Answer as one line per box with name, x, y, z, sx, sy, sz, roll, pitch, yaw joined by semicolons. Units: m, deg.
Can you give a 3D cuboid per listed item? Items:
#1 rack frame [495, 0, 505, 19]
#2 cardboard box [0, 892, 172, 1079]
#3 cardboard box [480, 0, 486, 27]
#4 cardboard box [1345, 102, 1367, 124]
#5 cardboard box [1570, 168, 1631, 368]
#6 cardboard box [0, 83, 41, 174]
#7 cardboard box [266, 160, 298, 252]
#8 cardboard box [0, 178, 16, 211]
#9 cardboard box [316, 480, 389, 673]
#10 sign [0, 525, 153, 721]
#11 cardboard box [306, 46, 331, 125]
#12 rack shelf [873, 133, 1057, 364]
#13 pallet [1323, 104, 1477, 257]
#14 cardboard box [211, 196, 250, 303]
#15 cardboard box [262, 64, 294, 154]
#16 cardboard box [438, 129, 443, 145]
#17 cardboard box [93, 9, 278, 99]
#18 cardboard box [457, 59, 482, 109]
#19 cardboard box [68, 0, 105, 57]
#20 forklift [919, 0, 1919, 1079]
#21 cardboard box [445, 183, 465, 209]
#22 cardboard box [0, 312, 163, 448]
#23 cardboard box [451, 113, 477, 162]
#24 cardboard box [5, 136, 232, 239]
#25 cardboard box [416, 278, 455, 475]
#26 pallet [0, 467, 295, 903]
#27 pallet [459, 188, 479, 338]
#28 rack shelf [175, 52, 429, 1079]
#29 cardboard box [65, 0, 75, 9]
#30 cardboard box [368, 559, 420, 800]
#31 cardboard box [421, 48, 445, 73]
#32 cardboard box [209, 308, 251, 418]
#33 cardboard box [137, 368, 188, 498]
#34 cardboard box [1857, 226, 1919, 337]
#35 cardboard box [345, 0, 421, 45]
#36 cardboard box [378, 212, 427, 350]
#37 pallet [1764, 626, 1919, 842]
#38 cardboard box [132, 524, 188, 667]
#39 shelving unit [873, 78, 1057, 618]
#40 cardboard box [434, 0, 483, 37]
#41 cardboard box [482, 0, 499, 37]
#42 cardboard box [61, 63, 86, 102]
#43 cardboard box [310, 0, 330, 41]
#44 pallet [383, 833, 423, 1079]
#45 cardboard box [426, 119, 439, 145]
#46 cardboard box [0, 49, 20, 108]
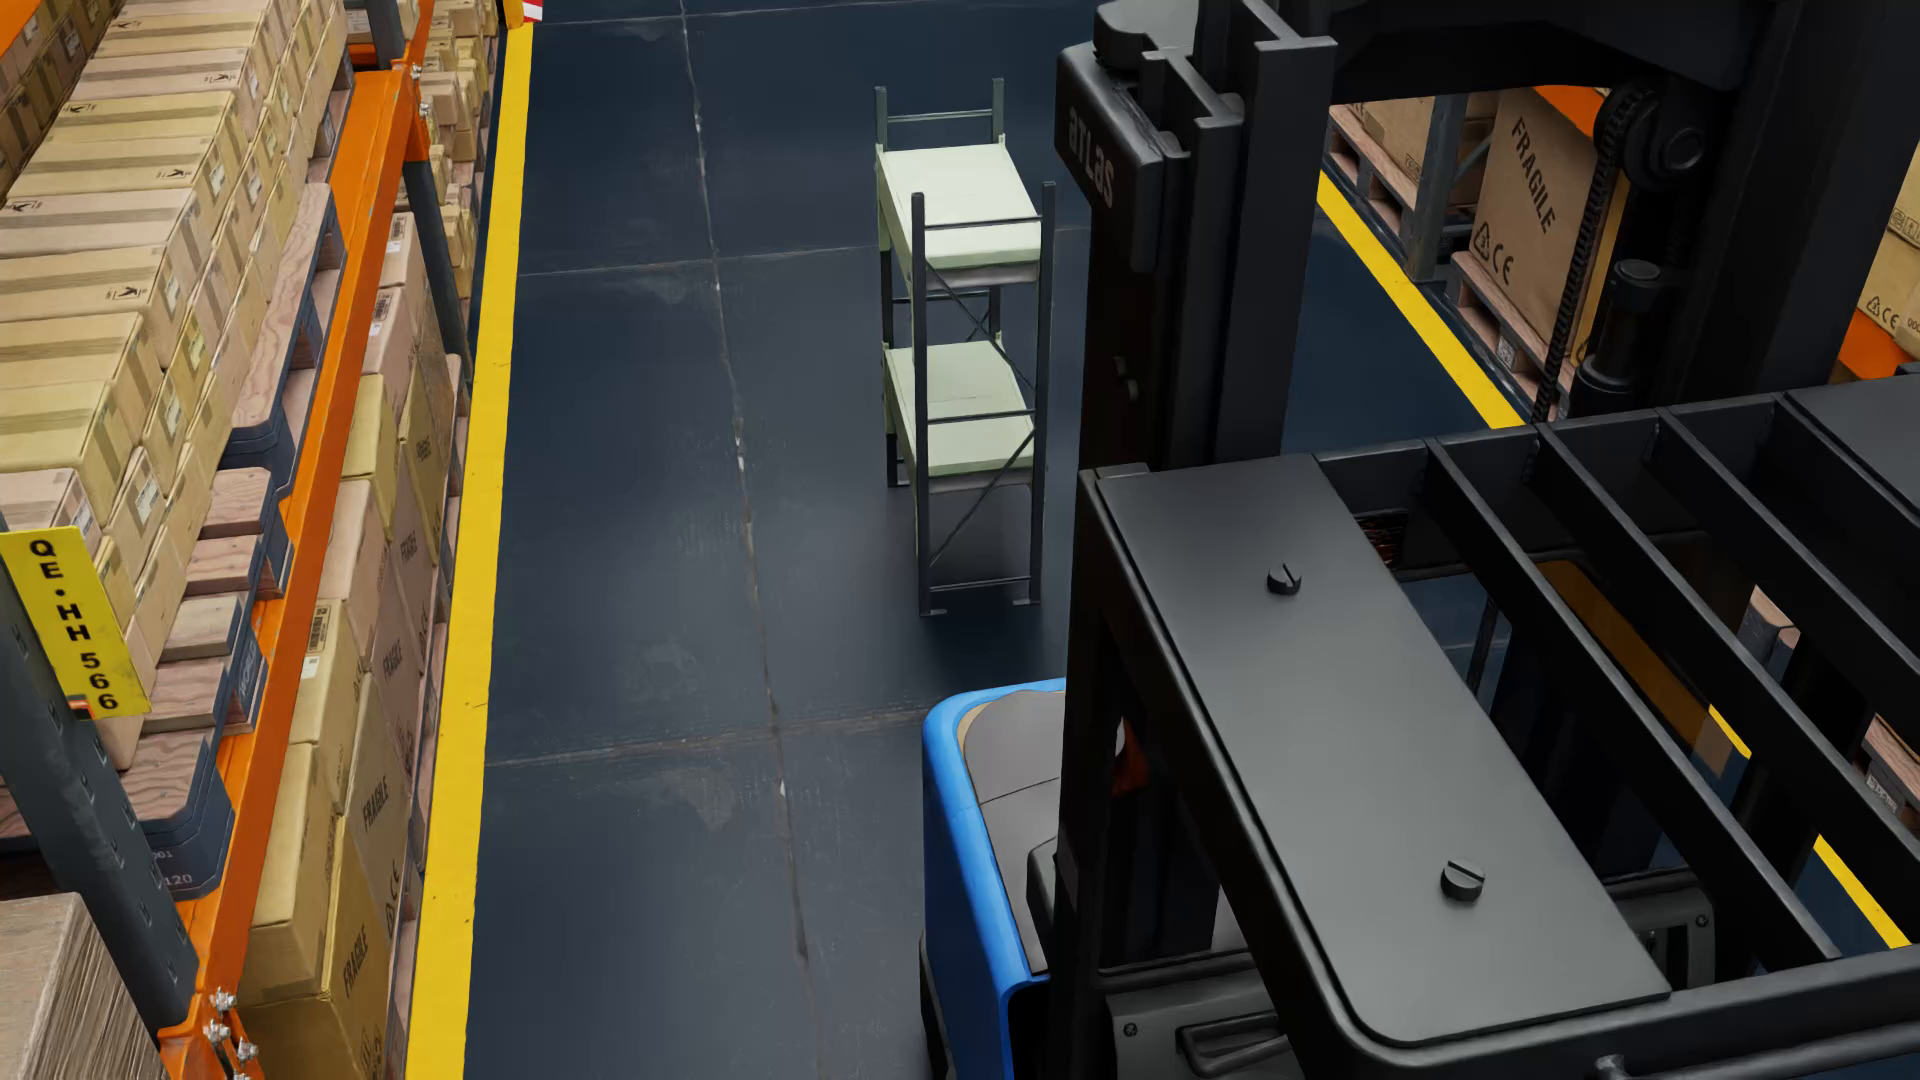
rack frame;-3.122;-4.197;8.707;1.000;3.000;0.127;-6;38;-8
cardboard box;-1.377;0.839;2.144;0.500;0.500;0.500;-6;38;-8
cardboard box;-2.656;-2.753;8.587;0.380;0.149;0.250;-8;39;-10
cardboard box;2.273;-2.460;8.217;0.875;0.438;0.875;-7;38;-9
cardboard box;2.788;-0.790;5.712;0.875;0.875;0.875;-5;38;-7
cardboard box;-2.616;-1.046;4.271;0.380;0.149;0.250;-5;38;-6
cardboard box;-1.925;-0.842;4.252;0.380;0.149;0.250;-5;38;-6
cardboard box;-2.571;-0.772;4.161;0.380;0.149;0.250;-7;38;-9
cardboard box;-1.766;0.111;4.246;0.500;0.250;0.500;-6;38;-8
sign;-1.174;0.116;2.212;0.100;0.325;0.005;-6;38;-8
cardboard box;-2.069;-1.321;4.868;0.380;0.149;0.250;-6;38;-8
rack shelf;0.001;-0.896;5.045;0.431;0.370;0.720;-6;38;-8
pallet;2.378;-1.741;7.819;1.003;0.211;1.213;-6;38;-8
cardboard box;-1.834;-0.640;3.749;0.380;0.149;0.250;-7;38;-8
cardboard box;-1.972;-1.115;4.360;0.380;0.149;0.250;-8;39;-10
cardboard box;-2.425;-1.642;7.157;0.380;0.149;0.250;-8;39;-10
cardboard box;-1.981;-1.235;4.272;0.380;0.149;0.250;-7;38;-9
cardboard box;-2.450;-2.121;7.774;0.380;0.149;0.250;-6;38;-7
cardboard box;-2.758;-1.521;4.883;0.380;0.149;0.250;-7;38;-9
forklift;0.720;0.847;2.271;1.130;2.935;3.031;-8;39;-10
cardboard box;-2.310;-1.381;7.064;0.380;0.149;0.250;-6;38;-8
cardboard box;-1.699;-0.277;3.039;0.380;0.149;0.250;-6;38;-8
cardboard box;-2.436;-1.855;7.674;0.380;0.149;0.250;-7;38;-9
cardboard box;-1.842;-0.760;3.661;0.380;0.149;0.250;-5;38;-7
cardboard box;-2.043;-0.540;5.695;0.500;0.500;0.500;-7;38;-9
pallet;-1.950;0.292;3.086;1.213;0.211;1.003;-6;38;-8
pallet;-2.574;-1.081;6.970;1.003;0.211;1.213;-6;38;-8
rack shelf;-2.071;-0.289;4.263;1.077;0.370;4.000;-6;38;-8
cardboard box;-2.750;-1.627;4.777;0.380;0.149;0.250;-5;38;-7
cardboard box;-1.779;0.389;4.500;0.500;0.500;0.500;-7;38;-9
cardboard box;-2.522;-2.080;7.478;0.380;0.149;0.250;-8;39;-10
cardboard box;-1.792;-0.372;3.646;0.380;0.149;0.250;-5;38;-6
cardboard box;-1.707;-0.187;3.166;0.380;0.149;0.250;-7;38;-9
cardboard box;2.614;-0.789;4.443;0.500;0.250;0.500;-7;38;-8
cardboard box;-2.149;-1.888;5.940;0.380;0.149;0.250;-5;38;-6
cardboard box;-2.042;-0.833;5.461;0.500;0.250;0.500;-7;38;-9
pallet;3.072;0.659;4.730;1.003;0.211;1.213;-6;38;-8
cardboard box;-1.647;0.115;3.020;0.380;0.149;0.250;-4;38;-6
shelving unit;0.001;-0.588;5.285;0.431;1.500;0.755;-6;38;-8
cardboard box;-2.537;-2.559;8.096;0.380;0.149;0.250;-5;38;-6
cardboard box;-2.680;-2.797;8.887;0.380;0.149;0.250;-5;38;-7
cardboard box;-2.711;-1.242;4.766;0.380;0.149;0.250;-6;38;-8
cardboard box;-2.110;-1.587;4.968;0.380;0.149;0.250;-6;38;-8
pallet;-1.855;1.264;3.951;1.003;0.211;1.213;-6;38;-8
cardboard box;-2.360;-1.606;6.869;0.380;0.149;0.250;-7;38;-9
cardboard box;-2.621;-1.167;4.184;0.380;0.149;0.250;-7;38;-8
